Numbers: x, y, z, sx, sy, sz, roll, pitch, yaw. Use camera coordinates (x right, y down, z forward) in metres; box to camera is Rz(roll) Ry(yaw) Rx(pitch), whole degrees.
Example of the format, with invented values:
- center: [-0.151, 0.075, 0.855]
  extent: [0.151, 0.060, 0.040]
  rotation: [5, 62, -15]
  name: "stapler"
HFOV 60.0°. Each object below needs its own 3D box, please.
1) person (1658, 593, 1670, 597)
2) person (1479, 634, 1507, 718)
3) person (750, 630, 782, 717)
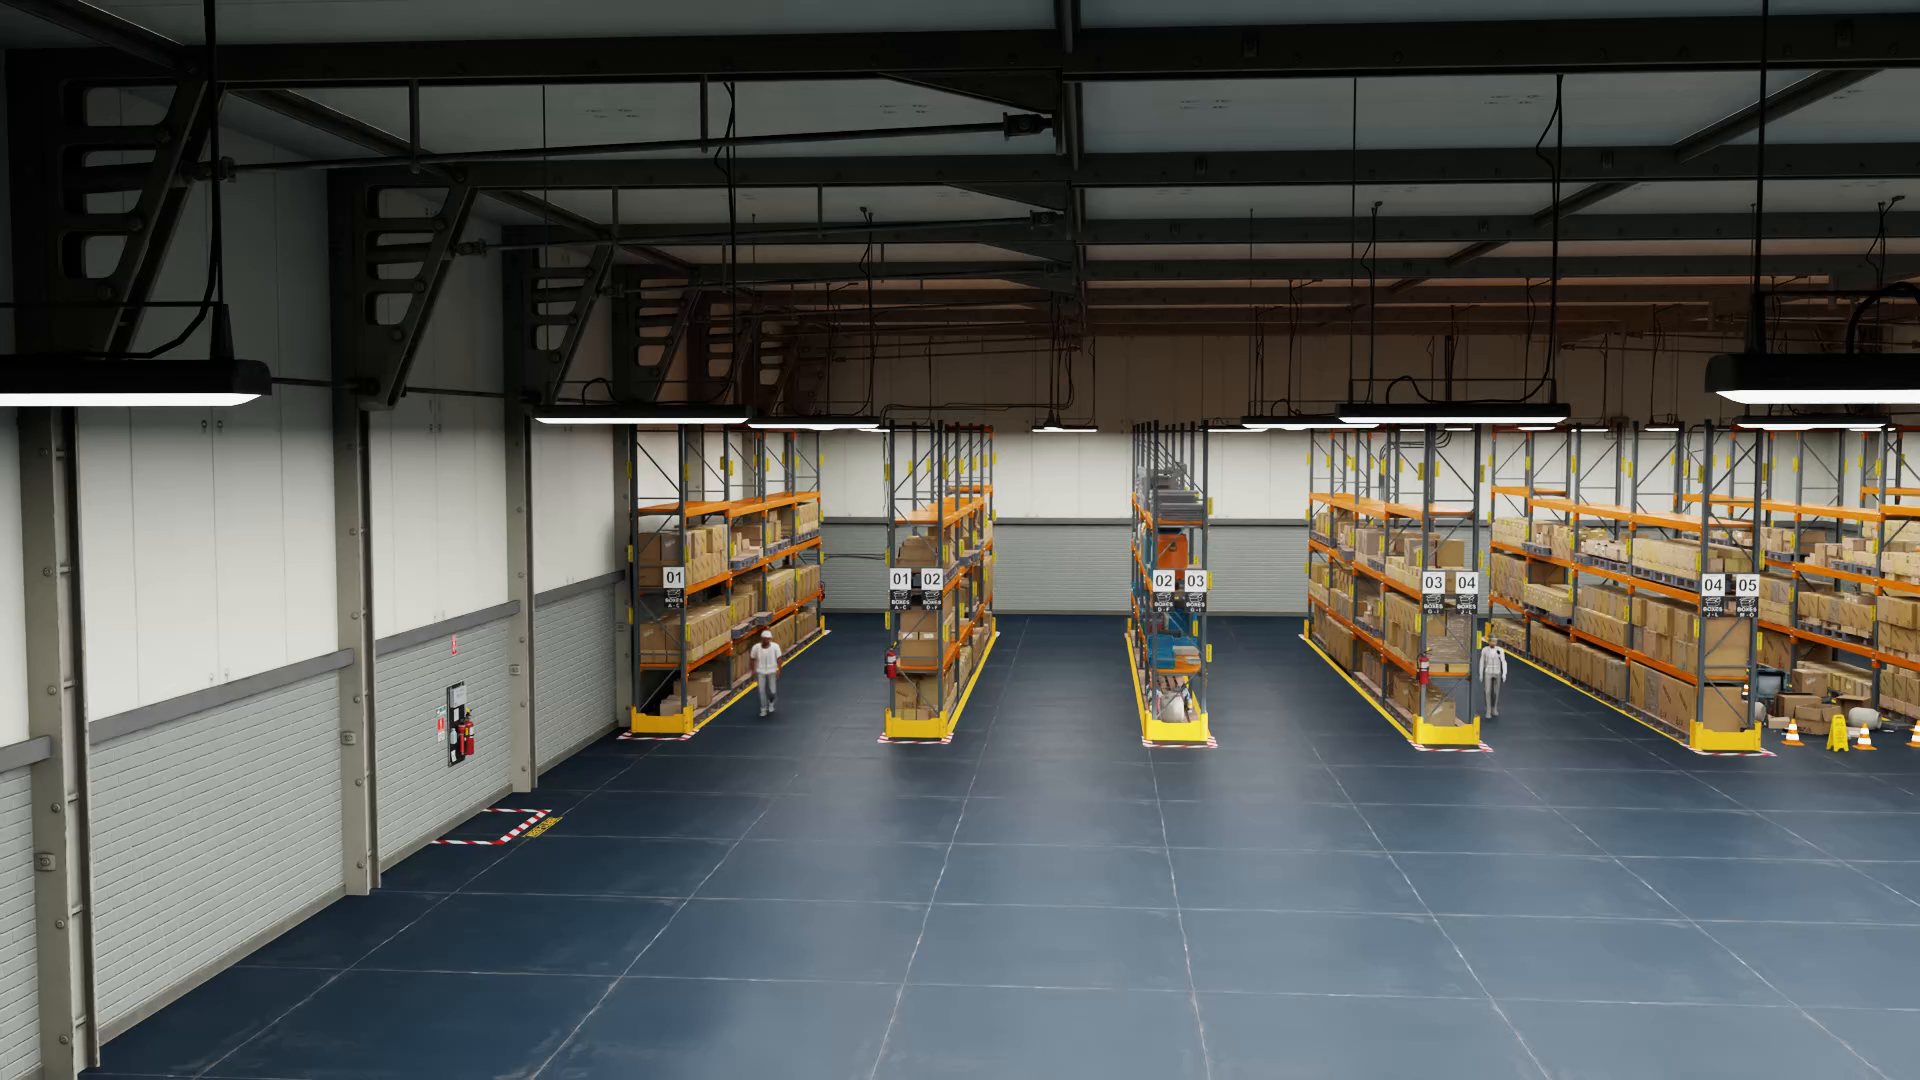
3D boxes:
- center: [21.010, 1.697, 49.527]
  extent: [0.826, 1.771, 0.546]
  rotation: [1, 4, 8]
  name: "person"
- center: [10.836, 2.765, 33.791]
  extent: [0.525, 1.714, 0.532]
  rotation: [1, 4, 13]
  name: "person"
- center: [-3.964, 2.703, 33.962]
  extent: [0.639, 1.755, 0.613]
  rotation: [-1, 4, -8]
  name: "person"
